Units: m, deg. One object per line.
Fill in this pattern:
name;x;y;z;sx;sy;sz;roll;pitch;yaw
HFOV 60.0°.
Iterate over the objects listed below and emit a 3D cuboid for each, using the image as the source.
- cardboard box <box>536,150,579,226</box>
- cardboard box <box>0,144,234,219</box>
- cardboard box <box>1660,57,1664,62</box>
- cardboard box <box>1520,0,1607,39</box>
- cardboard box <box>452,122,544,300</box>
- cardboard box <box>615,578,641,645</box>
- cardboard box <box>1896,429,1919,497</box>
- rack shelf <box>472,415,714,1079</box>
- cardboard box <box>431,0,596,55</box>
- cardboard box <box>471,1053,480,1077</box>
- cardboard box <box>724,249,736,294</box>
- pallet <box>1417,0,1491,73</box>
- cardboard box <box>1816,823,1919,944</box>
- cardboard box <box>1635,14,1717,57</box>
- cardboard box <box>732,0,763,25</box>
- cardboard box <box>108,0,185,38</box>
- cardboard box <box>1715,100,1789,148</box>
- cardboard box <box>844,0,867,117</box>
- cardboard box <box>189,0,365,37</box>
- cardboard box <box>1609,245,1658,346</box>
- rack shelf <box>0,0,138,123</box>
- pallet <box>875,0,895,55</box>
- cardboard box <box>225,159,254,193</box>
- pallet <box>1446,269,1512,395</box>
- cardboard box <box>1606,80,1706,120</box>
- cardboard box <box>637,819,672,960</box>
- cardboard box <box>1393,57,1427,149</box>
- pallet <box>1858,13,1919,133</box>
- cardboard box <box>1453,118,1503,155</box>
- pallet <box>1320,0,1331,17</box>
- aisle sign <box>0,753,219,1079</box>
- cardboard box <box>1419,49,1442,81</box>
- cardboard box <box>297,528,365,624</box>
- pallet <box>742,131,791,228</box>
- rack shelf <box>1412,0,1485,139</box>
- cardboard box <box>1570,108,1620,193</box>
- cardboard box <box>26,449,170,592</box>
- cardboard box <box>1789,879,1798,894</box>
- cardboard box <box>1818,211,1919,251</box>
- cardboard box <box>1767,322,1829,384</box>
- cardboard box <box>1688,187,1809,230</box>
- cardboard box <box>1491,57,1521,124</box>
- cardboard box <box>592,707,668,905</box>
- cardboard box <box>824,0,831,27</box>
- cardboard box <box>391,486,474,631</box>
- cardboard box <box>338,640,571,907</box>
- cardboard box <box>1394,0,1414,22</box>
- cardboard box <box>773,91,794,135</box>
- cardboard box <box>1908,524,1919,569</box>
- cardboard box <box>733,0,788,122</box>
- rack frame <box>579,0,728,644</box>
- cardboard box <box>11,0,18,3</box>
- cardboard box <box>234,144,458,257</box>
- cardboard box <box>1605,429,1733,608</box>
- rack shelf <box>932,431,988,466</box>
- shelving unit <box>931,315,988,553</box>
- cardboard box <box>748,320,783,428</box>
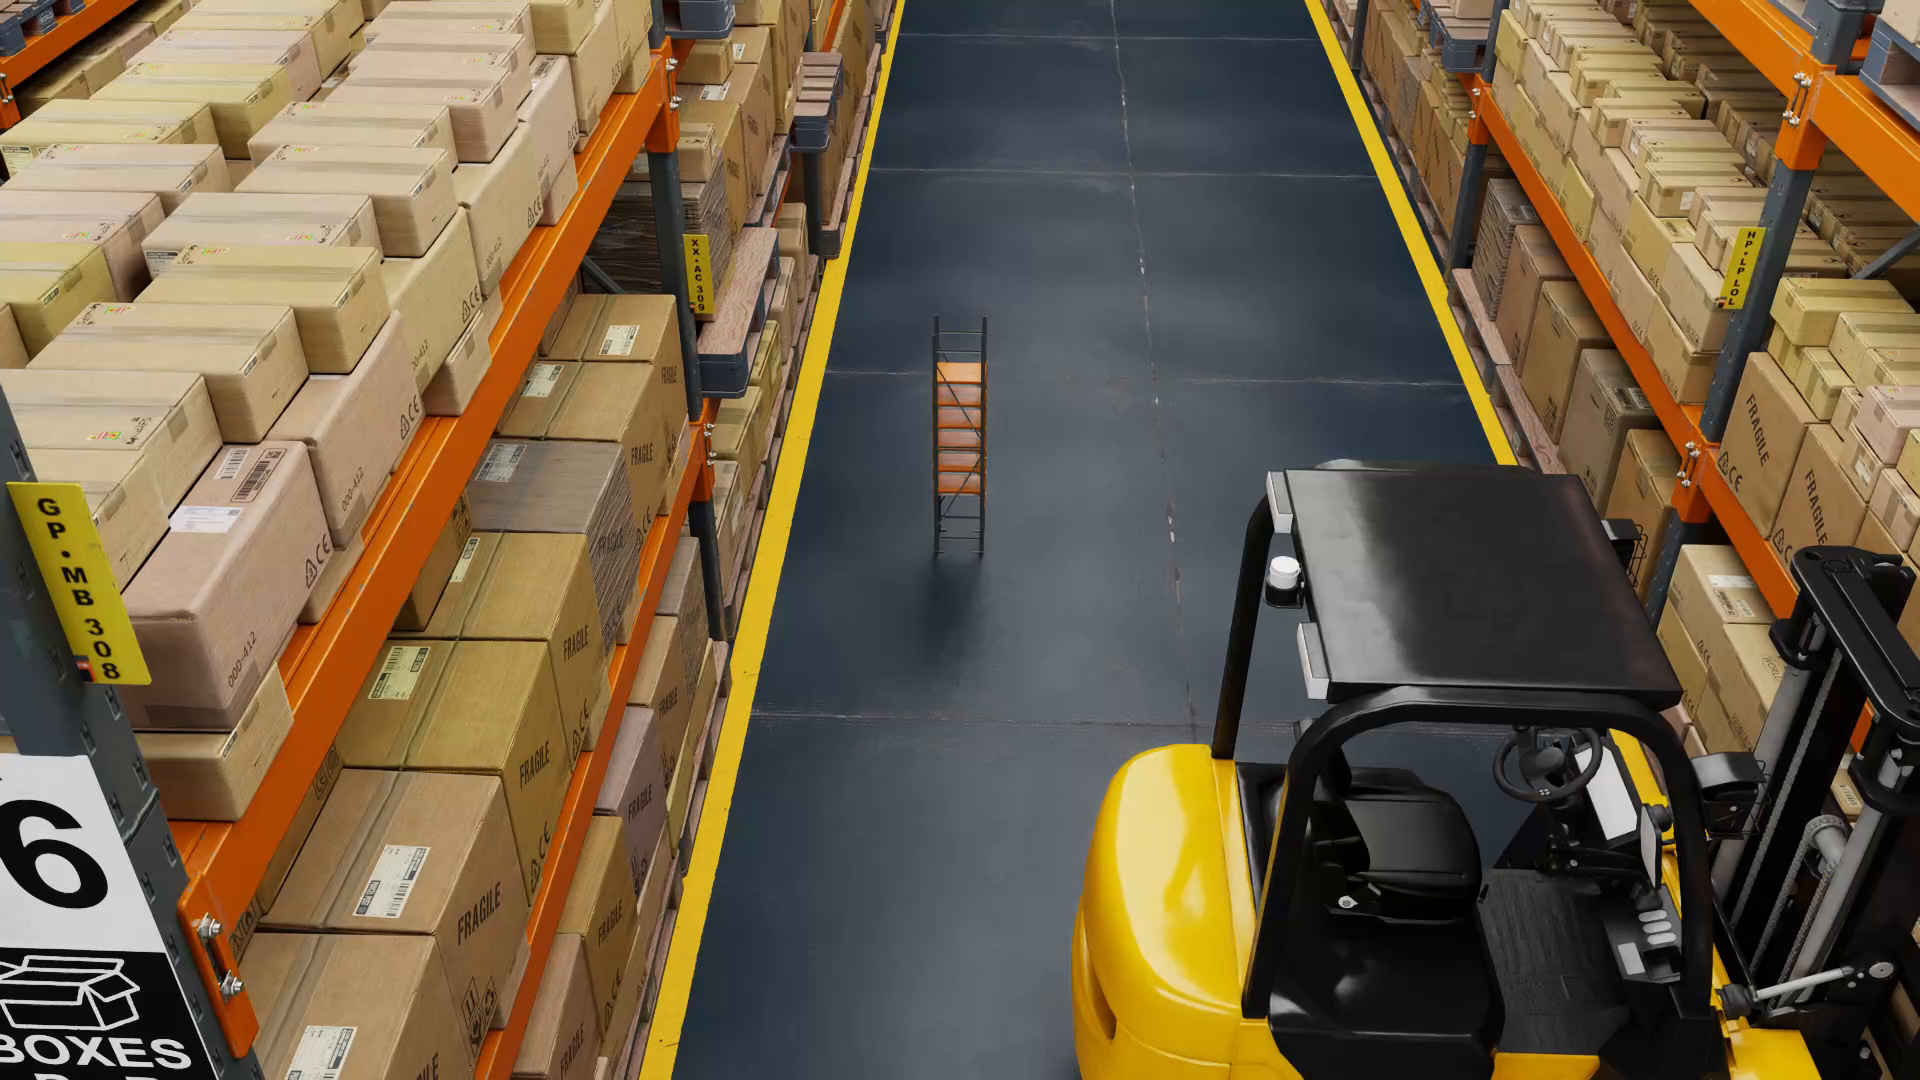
cardboard box;-1.301;-1.009;4.686;0.380;0.149;0.250;2;35;3
cardboard box;-1.824;-0.746;3.619;0.380;0.149;0.250;0;35;1
cardboard box;3.824;-2.434;8.800;0.500;0.250;0.500;2;35;2
cardboard box;3.266;-2.826;9.011;0.380;0.149;0.250;2;35;3
cardboard box;-1.346;-0.816;4.065;0.500;0.250;0.500;2;35;3
cardboard box;-1.284;0.215;5.554;0.380;0.149;0.250;1;35;1
cardboard box;3.095;-0.208;5.028;0.380;0.149;0.250;1;35;1
rack shelf;-1.618;0.780;5.157;1.077;0.370;4.000;1;35;2
cardboard box;-1.245;-1.476;4.658;0.380;0.149;0.250;2;35;3
cardboard box;-1.390;1.251;4.080;0.380;0.149;0.250;0;35;0
cardboard box;-1.181;-1.186;7.182;0.380;0.149;0.250;2;35;3
pallet;3.540;-3.162;10.307;1.213;0.211;1.003;1;35;2
cardboard box;3.021;1.145;5.169;0.500;0.250;0.500;1;35;1
cardboard box;3.802;-2.664;8.780;0.380;0.149;0.250;1;35;2
cardboard box;-1.161;-2.615;8.087;0.380;0.149;0.250;0;35;0
cardboard box;-5.985;-3.739;12.118;0.500;0.250;0.500;0;35;0
cardboard box;3.758;-1.929;7.735;0.380;0.149;0.250;2;35;2
cardboard box;-1.190;-3.685;12.367;0.875;0.875;0.875;2;35;3
cardboard box;-1.915;-1.489;4.676;0.380;0.149;0.250;1;35;2
cardboard box;3.196;-1.074;7.300;0.500;0.250;0.500;1;35;2
rack shelf;-6.247;-3.873;11.777;1.077;0.370;4.000;1;35;2
pallet;-1.108;-4.554;14.546;1.003;0.211;1.213;1;35;2
cardboard box;-1.892;-0.830;4.086;0.500;0.250;0.500;2;35;2
pallet;3.511;-1.236;9.825;1.003;0.211;1.213;1;35;2
cardboard box;3.320;-2.086;7.958;0.380;0.149;0.250;1;35;2
cardboard box;-1.329;1.234;5.912;0.500;0.250;0.500;2;35;3
cardboard box;3.436;-3.133;11.908;0.500;0.500;0.500;0;35;0
pallet;3.414;-1.251;4.890;1.003;0.211;1.213;1;35;2
cardboard box;3.350;-2.553;10.519;0.380;0.149;0.250;0;35;0
pallet;3.818;-5.104;15.328;1.003;0.211;1.213;1;35;2
aisle sign;-1.391;0.614;2.507;0.394;0.787;0.004;1;35;2
cardboard box;3.431;-3.314;11.602;0.380;0.149;0.250;0;35;0
cardboard box;-1.395;0.023;3.219;0.380;0.149;0.250;2;35;3
pallet;-1.416;-1.745;8.291;1.003;0.211;1.213;1;35;2
rack shelf;3.663;-3.704;11.537;1.077;0.370;4.000;1;35;2
cardboard box;3.265;-1.861;7.985;0.500;0.250;0.500;2;35;3
cardboard box;-1.480;-0.015;2.580;0.380;0.149;0.250;1;35;2
cardboard box;3.044;1.046;5.744;0.500;0.250;0.500;1;35;1
cardboard box;3.714;-1.207;6.708;0.380;0.149;0.250;0;35;0
cardboard box;3.147;-0.680;5.958;0.380;0.149;0.250;1;35;1
cardboard box;3.269;-1.347;6.906;0.380;0.149;0.250;1;35;2
cardboard box;3.321;-2.538;9.384;0.500;0.250;0.500;1;35;2
cardboard box;-1.331;0.914;5.714;0.500;0.500;0.500;3;35;4
cardboard box;-1.103;-3.471;10.711;0.500;0.250;0.500;0;35;1
cardboard box;-1.792;-0.105;4.575;0.700;0.500;0.500;1;35;2
cardboard box;-1.365;0.616;4.419;0.500;0.500;0.500;1;35;1
cardboard box;3.530;-4.053;12.653;0.380;0.149;0.250;0;35;-1
cardboard box;-1.074;-2.232;8.671;0.380;0.149;0.250;2;35;3
cardboard box;3.066;0.055;4.913;0.380;0.149;0.250;0;35;0
cardboard box;-1.146;-2.441;8.404;0.500;0.500;0.500;-1;35;-1
rack frame;-1.538;-0.663;6.585;1.000;3.000;0.127;1;35;2
cardboard box;-6.097;-3.493;10.465;0.380;0.149;0.250;3;35;4
cardboard box;-1.323;-0.738;3.608;0.380;0.149;0.250;2;35;3
cardboard box;3.432;-0.051;7.414;0.875;0.625;0.625;3;35;4
rack shelf;-0.001;-0.446;7.919;0.258;0.103;0.180;1;35;2
shelving unit;-0.001;-0.483;7.893;0.258;1.200;0.189;1;35;2
cardboard box;-1.467;-0.874;8.805;0.950;0.372;0.625;2;35;3
